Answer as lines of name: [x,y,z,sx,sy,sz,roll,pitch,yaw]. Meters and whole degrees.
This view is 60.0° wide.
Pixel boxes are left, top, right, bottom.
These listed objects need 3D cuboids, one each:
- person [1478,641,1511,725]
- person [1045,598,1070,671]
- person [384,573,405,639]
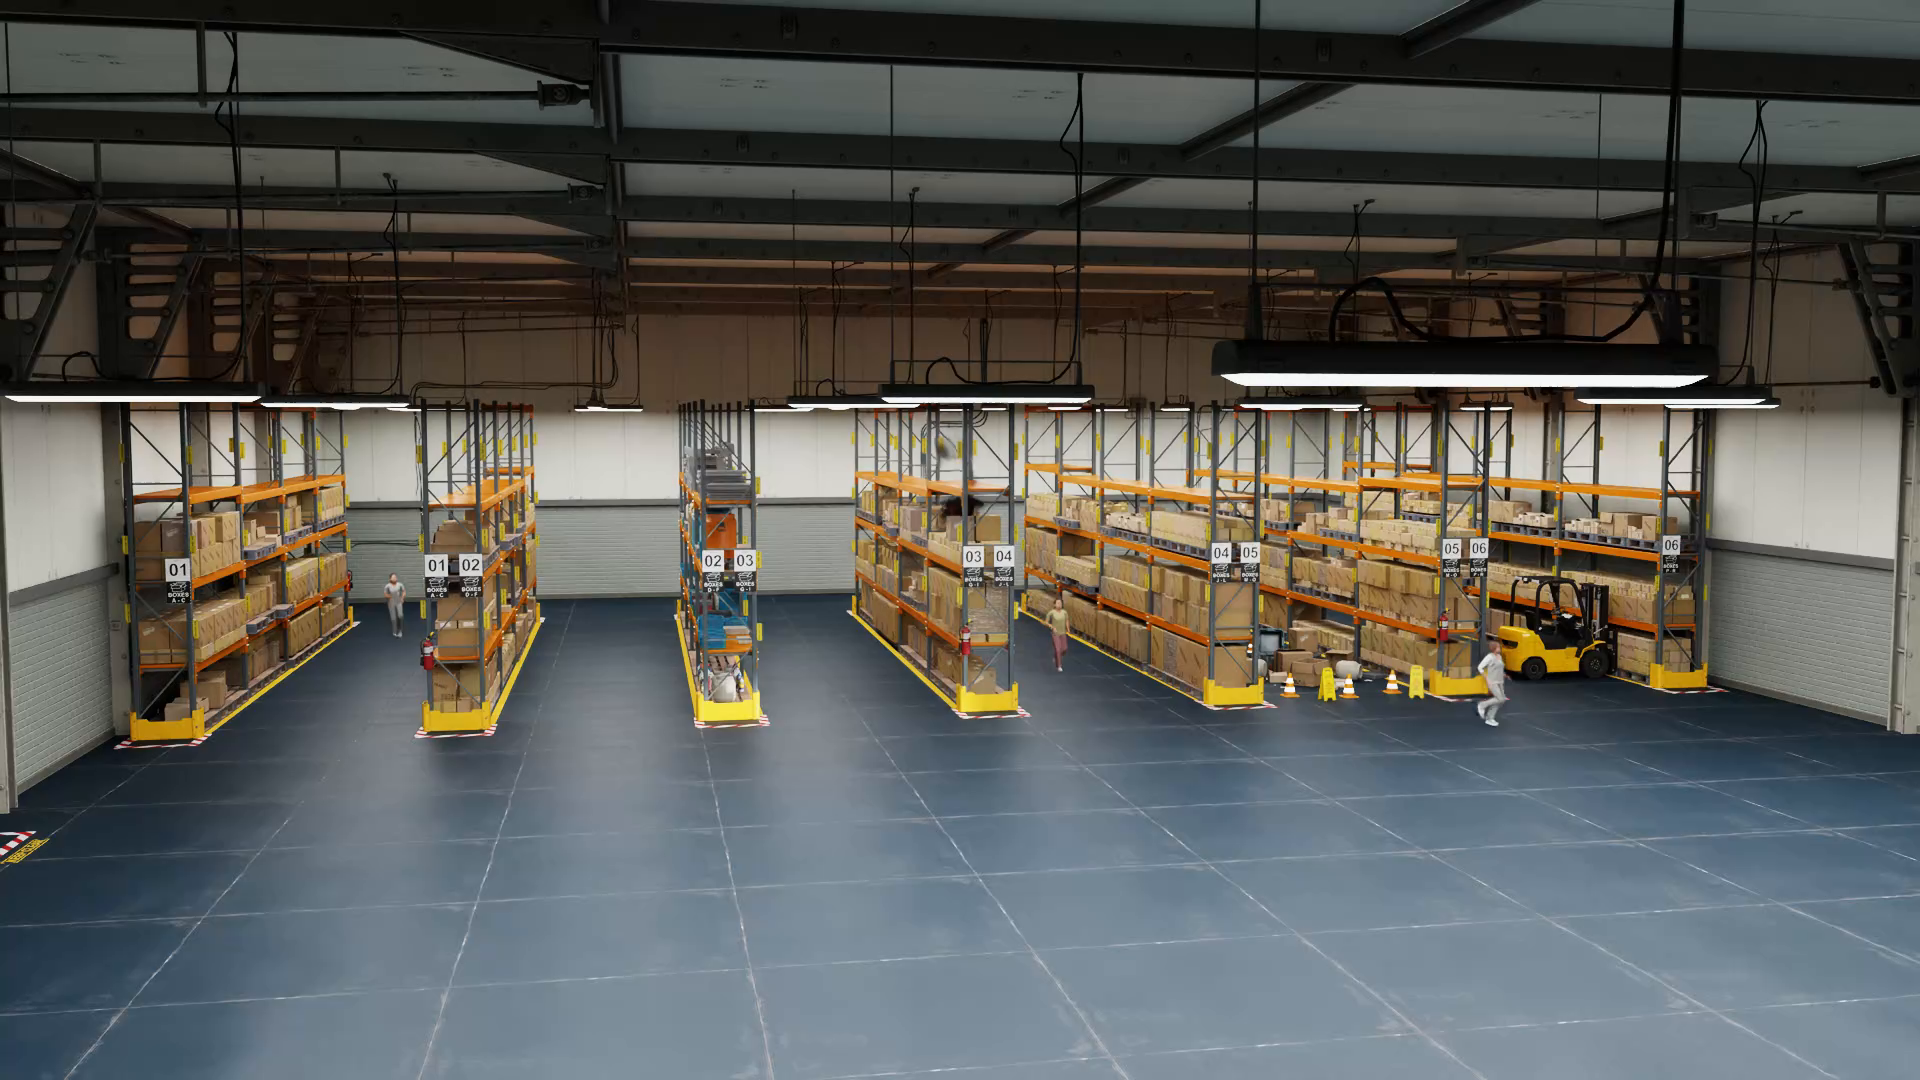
person: [9.855,2.643,30.635,0.544,1.554,0.547,-4,6,-41]
person: [2.189,2.116,37.229,0.582,1.620,0.566,-1,4,-16]
person: [-14.467,1.686,42.568,0.524,1.681,0.695,-2,5,-22]
